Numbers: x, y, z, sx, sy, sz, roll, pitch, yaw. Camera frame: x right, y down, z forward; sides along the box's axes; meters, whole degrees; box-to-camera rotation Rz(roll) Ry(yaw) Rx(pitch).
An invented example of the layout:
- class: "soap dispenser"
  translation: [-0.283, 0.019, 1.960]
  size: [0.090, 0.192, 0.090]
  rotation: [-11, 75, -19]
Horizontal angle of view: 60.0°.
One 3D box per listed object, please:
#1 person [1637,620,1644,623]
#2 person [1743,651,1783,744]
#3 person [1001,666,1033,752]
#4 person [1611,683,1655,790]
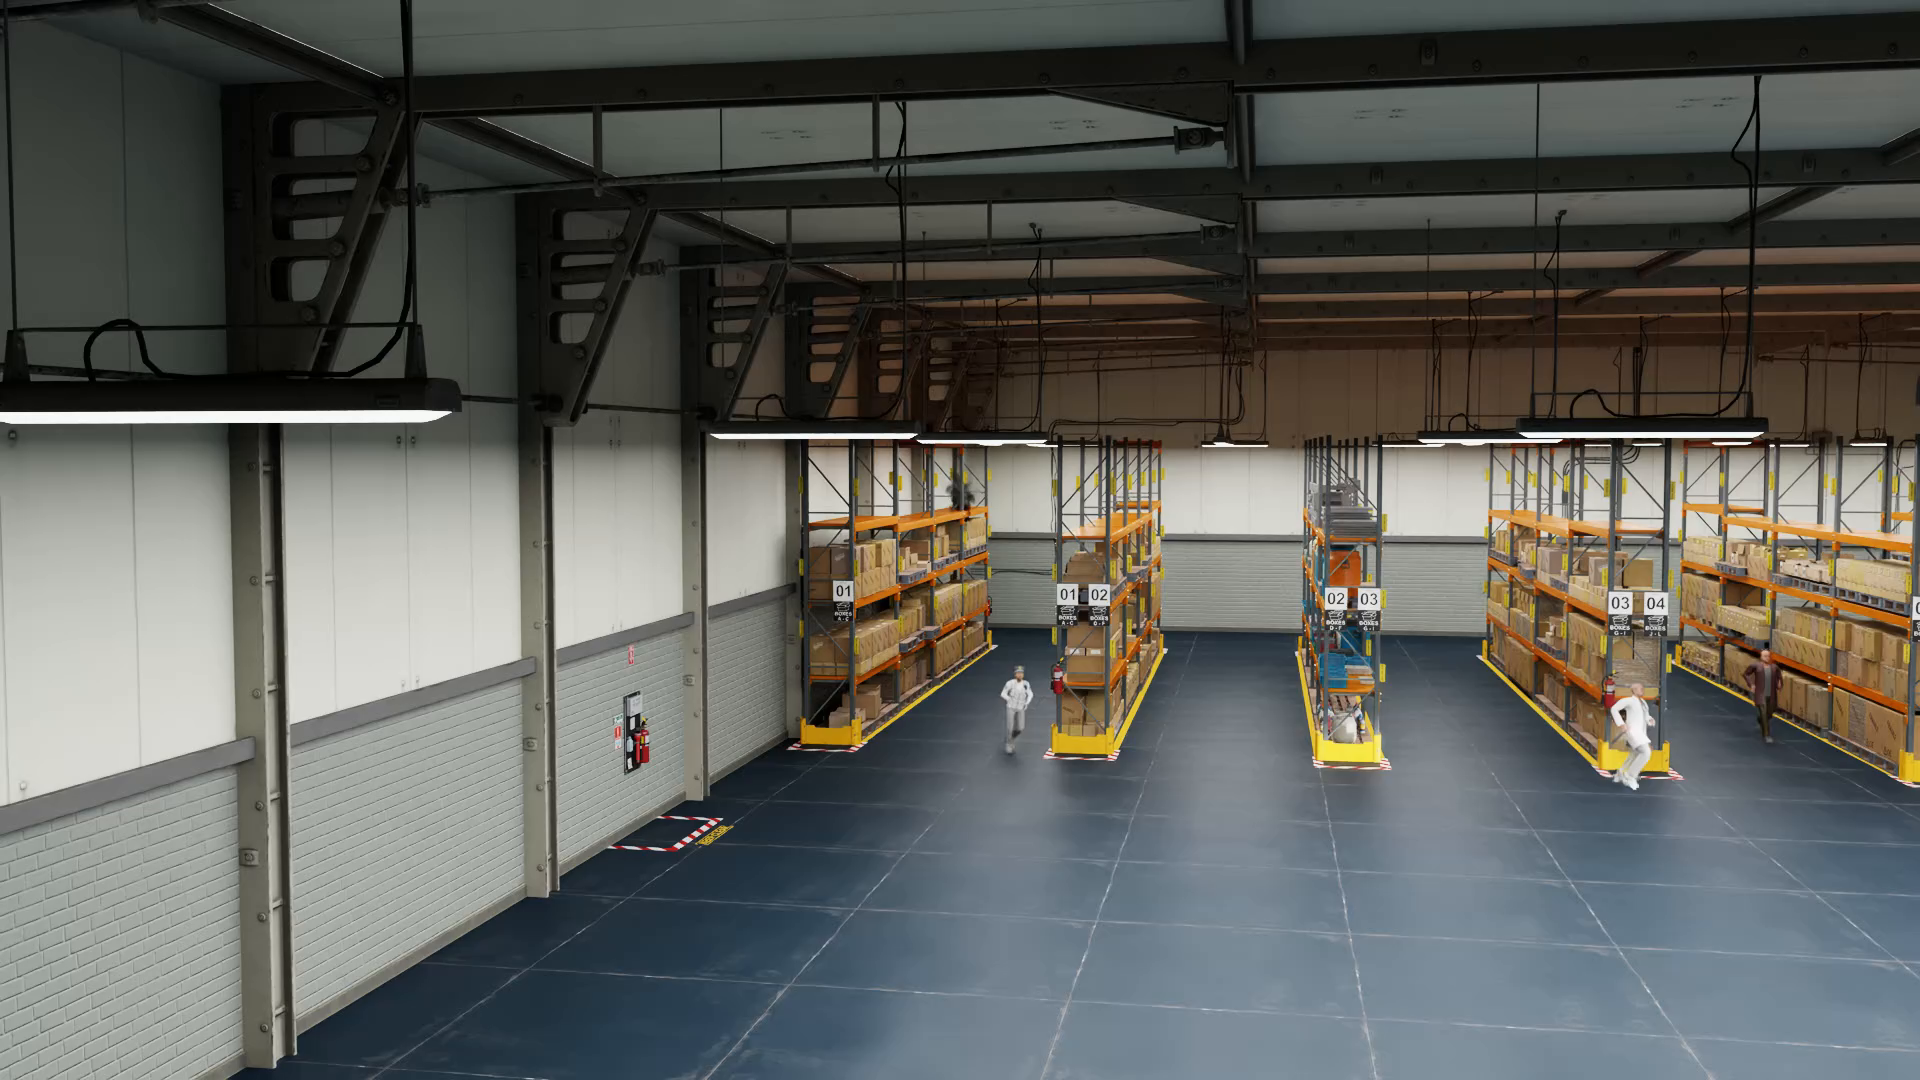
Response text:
- class: "person"
  translation: [17.842, 2.524, 44.160]
  size: [0.627, 1.624, 0.513]
  rotation: [2, 4, 28]
- class: "person"
  translation: [15.888, 3.071, 32.865]
  size: [0.710, 1.779, 0.970]
  rotation: [0, 3, 6]
- class: "person"
  translation: [1.098, 3.198, 31.438]
  size: [0.632, 1.647, 0.525]
  rotation: [0, 3, -8]
- class: "person"
  translation: [11.500, 3.288, 28.286]
  size: [0.642, 1.706, 0.717]
  rotation: [3, 4, 43]
